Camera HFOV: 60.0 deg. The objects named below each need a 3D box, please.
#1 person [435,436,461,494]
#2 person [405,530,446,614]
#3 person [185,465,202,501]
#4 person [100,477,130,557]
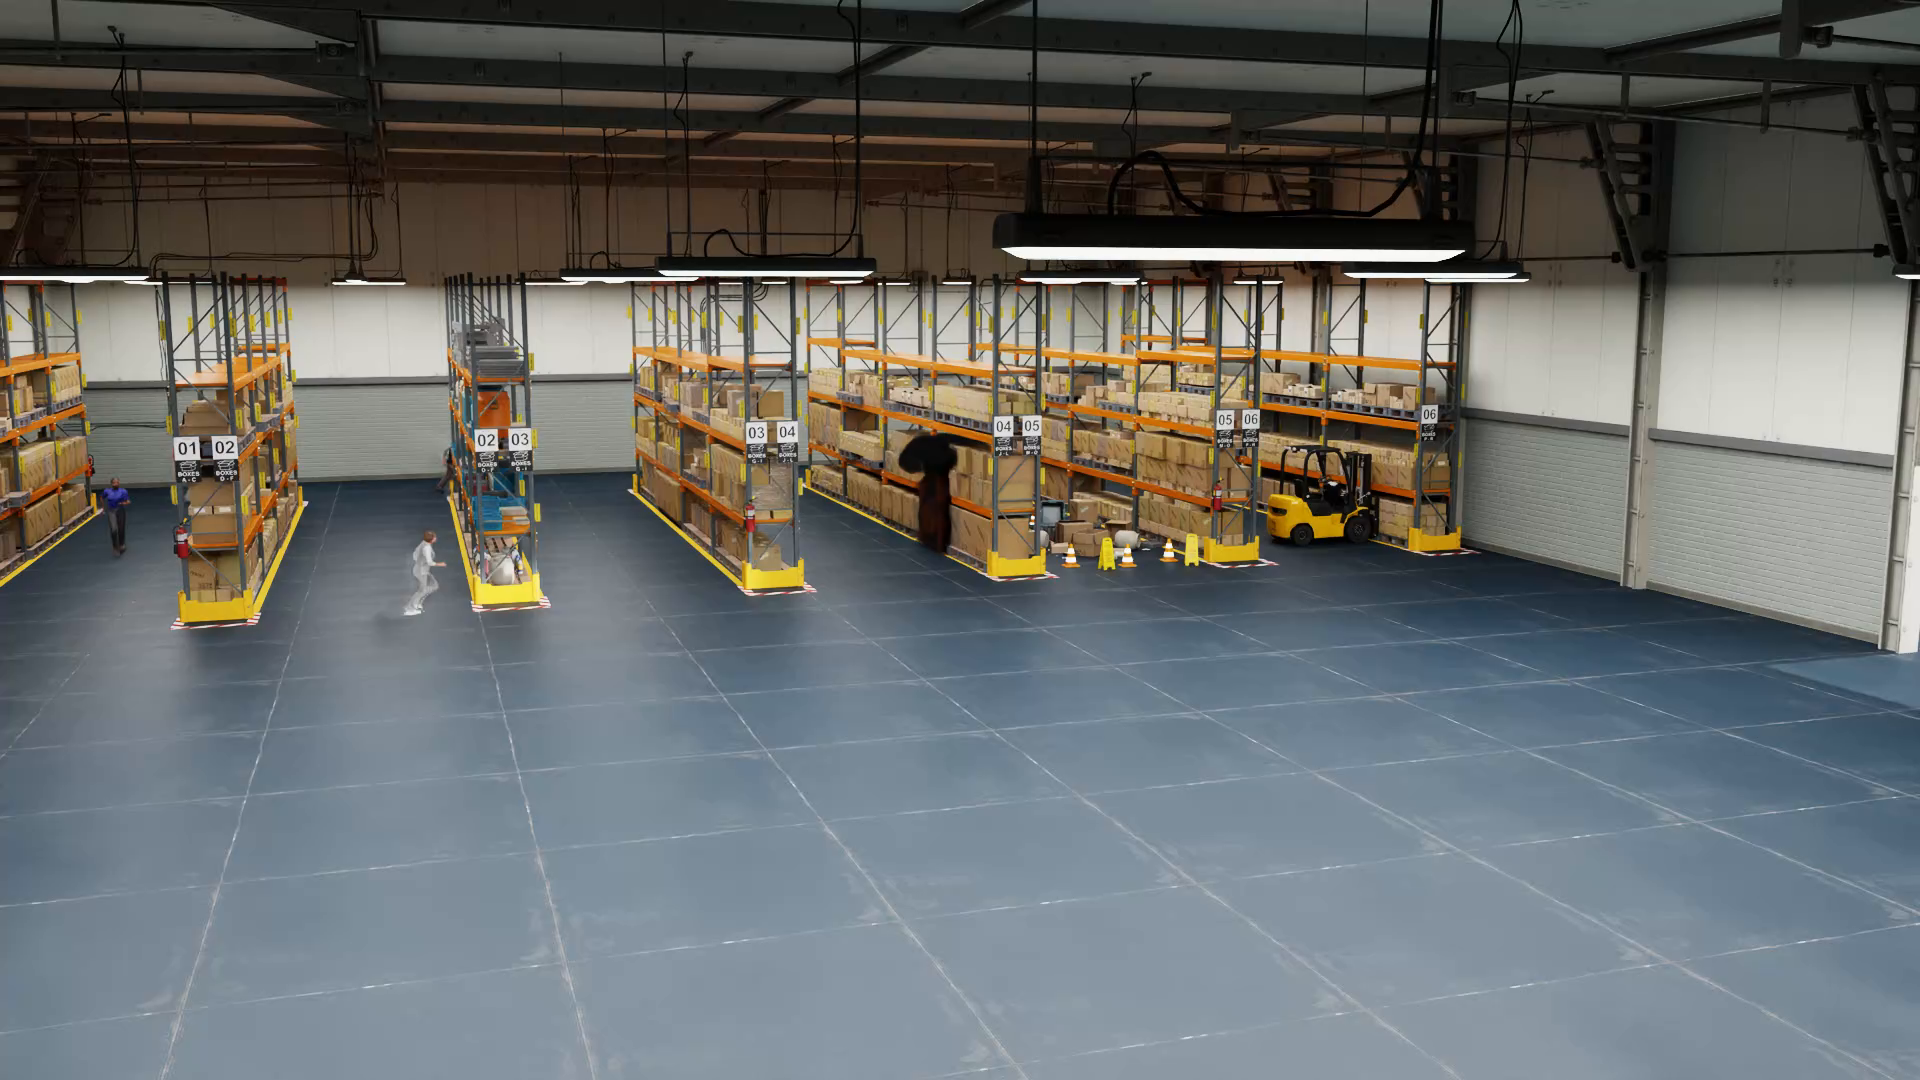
[{"bbox_3d":[-14.106,-2.085,46.276,1.034,1.630,0.665,0,9,1],"label":"person"},{"bbox_3d":[-9.434,0.566,29.317,0.749,1.494,0.508,-3,9,-20],"label":"person"},{"bbox_3d":[-20.612,-1.865,44.872,0.745,1.700,0.615,0,9,-2],"label":"person"},{"bbox_3d":[-18.248,-0.504,35.986,0.558,1.701,0.833,-5,10,-30],"label":"person"}]
